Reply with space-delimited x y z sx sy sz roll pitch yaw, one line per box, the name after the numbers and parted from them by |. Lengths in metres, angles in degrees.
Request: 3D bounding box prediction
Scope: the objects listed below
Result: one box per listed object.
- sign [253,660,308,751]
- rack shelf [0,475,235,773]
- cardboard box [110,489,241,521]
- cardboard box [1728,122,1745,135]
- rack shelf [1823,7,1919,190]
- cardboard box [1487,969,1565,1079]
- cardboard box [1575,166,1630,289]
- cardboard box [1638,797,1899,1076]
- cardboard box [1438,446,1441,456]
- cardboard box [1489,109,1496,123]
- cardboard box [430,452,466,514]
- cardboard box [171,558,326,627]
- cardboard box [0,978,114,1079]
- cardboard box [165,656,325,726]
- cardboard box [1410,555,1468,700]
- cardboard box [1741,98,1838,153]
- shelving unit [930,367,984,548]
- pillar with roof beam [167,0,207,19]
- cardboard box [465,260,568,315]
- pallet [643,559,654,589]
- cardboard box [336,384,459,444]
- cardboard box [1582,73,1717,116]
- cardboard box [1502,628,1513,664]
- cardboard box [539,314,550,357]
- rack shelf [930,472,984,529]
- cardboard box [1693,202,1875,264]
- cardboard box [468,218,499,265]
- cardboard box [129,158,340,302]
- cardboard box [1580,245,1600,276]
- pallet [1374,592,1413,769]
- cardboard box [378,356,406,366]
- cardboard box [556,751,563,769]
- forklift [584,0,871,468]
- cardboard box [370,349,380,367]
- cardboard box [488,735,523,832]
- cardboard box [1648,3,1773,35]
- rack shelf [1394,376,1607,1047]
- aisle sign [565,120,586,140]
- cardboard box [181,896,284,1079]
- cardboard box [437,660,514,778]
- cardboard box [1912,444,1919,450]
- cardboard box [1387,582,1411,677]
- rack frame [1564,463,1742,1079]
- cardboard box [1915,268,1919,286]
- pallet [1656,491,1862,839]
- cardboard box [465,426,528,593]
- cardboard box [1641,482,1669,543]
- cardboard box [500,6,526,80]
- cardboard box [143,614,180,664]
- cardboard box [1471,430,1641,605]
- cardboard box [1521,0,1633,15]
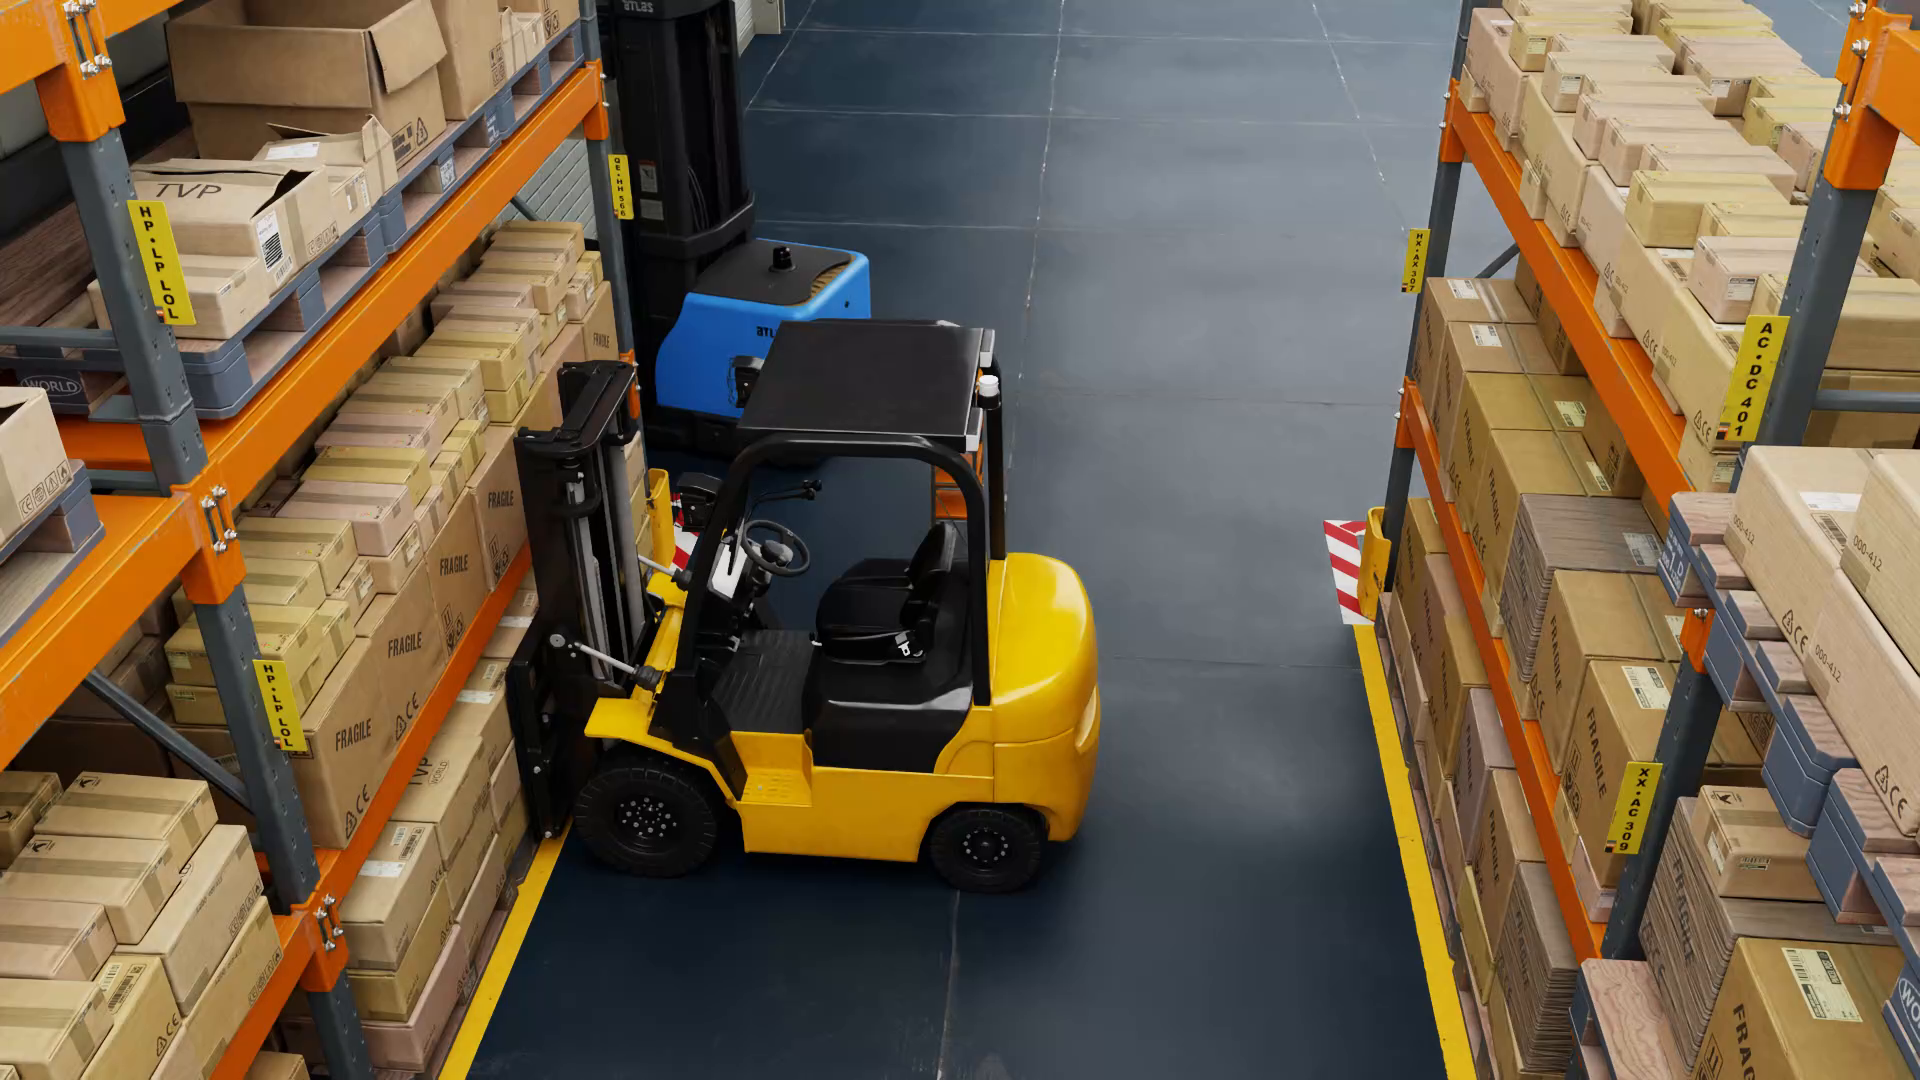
-1.987 0.485 4.856 0.100 0.325 0.005 2 32 4 | sign
-2.692 1.001 2.873 1.077 0.370 4.000 2 32 4 | rack shelf
-2.776 -0.101 5.838 0.380 0.149 0.250 2 32 3 | cardboard box
2.853 -1.217 5.647 0.500 0.250 0.500 3 32 4 | cardboard box
2.256 0.105 1.850 1.077 0.370 4.000 2 32 4 | rack shelf
2.199 1.808 5.959 0.500 0.250 0.500 4 32 6 | cardboard box
2.282 -0.976 5.255 0.500 0.250 0.500 2 32 3 | cardboard box
2.095 1.021 4.235 0.500 0.500 0.500 3 32 5 | cardboard box
2.401 -0.412 7.578 0.380 0.149 0.250 1 32 2 | cardboard box
2.461 -1.824 7.012 0.380 0.149 0.250 1 32 2 | cardboard box
-2.108 -0.216 6.308 0.380 0.149 0.250 1 32 2 | cardboard box
-2.294 0.186 5.373 0.380 0.149 0.250 3 32 5 | cardboard box
-2.300 1.200 4.010 0.380 0.149 0.250 2 32 2 | cardboard box
-2.241 0.452 5.224 0.380 0.149 0.250 2 32 3 | cardboard box
2.363 0.413 7.506 0.500 0.500 0.500 1 32 2 | cardboard box
2.814 -1.340 5.466 0.380 0.149 0.250 3 32 5 | cardboard box
-0.013 -0.424 9.075 0.258 1.200 0.503 2 32 4 | shelving unit
1.132 -3.210 6.161 9.100 9.000 0.400 2 32 4 | pillar with roof beam
-2.006 -1.146 7.534 0.380 0.149 0.250 3 32 5 | cardboard box
-2.224 0.424 8.642 1.003 0.211 1.213 2 32 4 | pallet
-2.179 -0.481 6.455 0.380 0.149 0.250 3 32 4 | cardboard box
2.357 -1.493 5.714 0.380 0.149 0.250 3 32 5 | cardboard box
2.271 0.398 6.264 0.380 0.149 0.250 2 32 3 | cardboard box
-2.057 -0.894 7.408 0.380 0.149 0.250 2 32 4 | cardboard box
-0.013 -0.198 9.215 0.258 0.148 0.480 2 32 4 | rack shelf
2.282 -0.820 4.621 0.380 0.149 0.250 3 32 5 | cardboard box
-2.444 -1.444 8.017 0.380 0.149 0.250 2 32 3 | cardboard box
-2.218 -0.959 4.957 0.500 0.311 0.500 3 32 5 | cardboard box
2.361 -1.016 5.700 0.380 0.149 0.250 2 32 4 | cardboard box
2.637 0.695 8.201 1.003 0.211 1.213 2 32 4 | pallet
-2.646 -0.789 7.238 0.380 0.149 0.250 3 32 4 | cardboard box
-2.046 0.879 7.465 0.500 0.250 0.500 3 32 6 | cardboard box
-2.126 -2.157 10.237 3.031 2.935 1.130 11 33 17 | forklift
-2.657 -0.769 6.922 0.380 0.149 0.250 2 32 3 | cardboard box
-2.090 0.940 6.890 0.500 0.250 0.500 2 32 4 | cardboard box
2.949 -2.008 6.549 0.380 0.149 0.250 2 32 3 | cardboard box
2.581 0.397 6.713 1.077 0.370 4.000 2 32 4 | rack shelf
-1.905 -2.294 7.915 0.394 0.787 0.004 2 32 4 | aisle sign
-2.309 1.265 4.762 0.500 0.250 0.500 3 32 5 | cardboard box
-2.096 0.725 6.762 0.500 0.250 0.500 3 32 6 | cardboard box
2.691 -0.188 4.356 0.380 0.149 0.250 2 32 3 | cardboard box
2.403 0.447 8.167 0.500 0.250 0.500 2 32 4 | cardboard box
2.419 1.136 4.827 1.000 3.000 0.127 2 32 4 | rack frame
2.762 -0.661 4.364 0.380 0.149 0.250 3 32 5 | cardboard box
2.262 0.258 3.573 1.213 0.211 1.003 2 32 4 | pallet
-2.104 -0.137 6.798 0.500 0.500 0.500 3 32 4 | cardboard box
2.802 -0.207 5.675 0.700 0.500 0.500 2 32 3 | cardboard box
-1.989 -2.027 6.735 0.396 0.266 0.258 3 32 4 | cardboard box
-2.773 0.296 5.477 0.380 0.149 0.250 2 32 3 | cardboard box
2.317 -0.085 6.430 0.500 0.500 0.500 2 32 3 | cardboard box
2.507 -2.155 6.788 0.380 0.149 0.250 2 32 4 | cardboard box
